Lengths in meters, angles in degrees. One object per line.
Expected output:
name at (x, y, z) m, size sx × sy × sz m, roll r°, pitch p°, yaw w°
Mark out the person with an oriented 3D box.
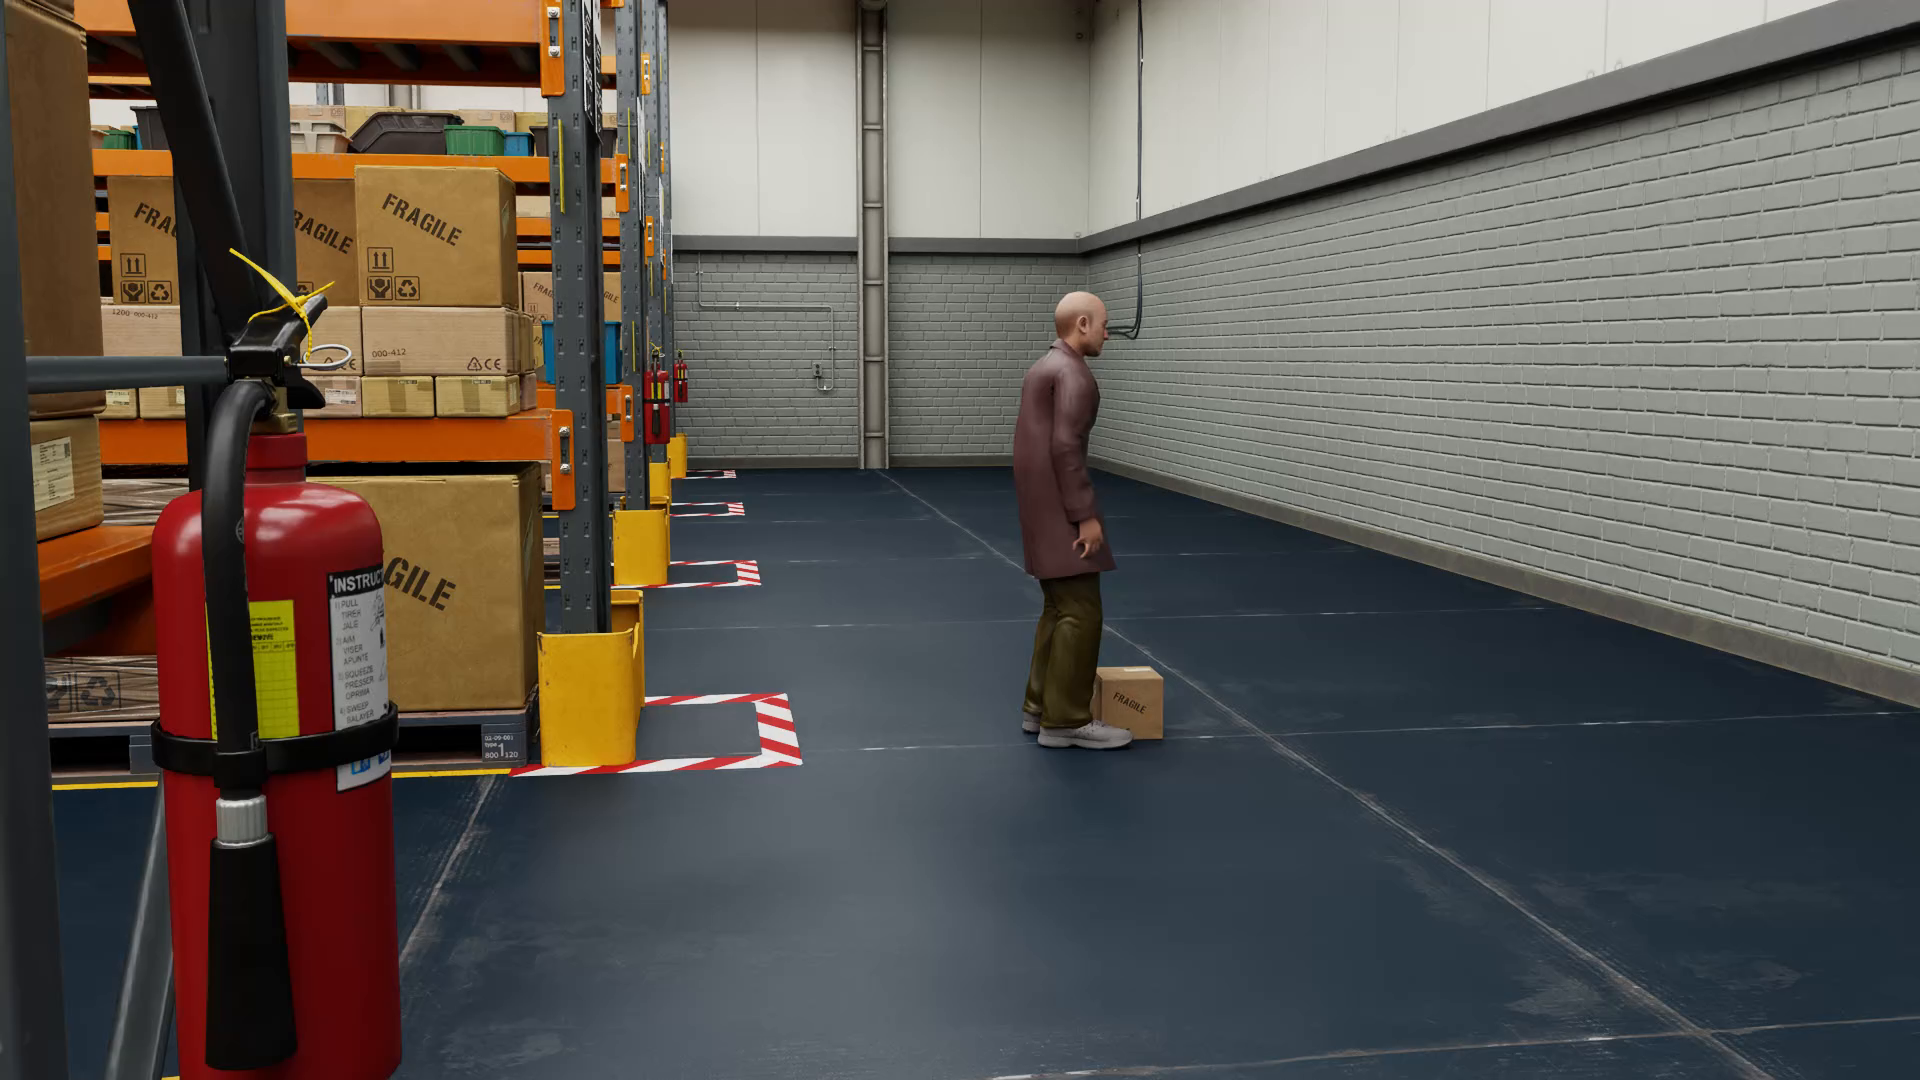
person at (0.430, -0.092, 6.601) m, size 0.428 × 1.773 × 0.641 m, roll -1°, pitch 6°, yaw -9°
